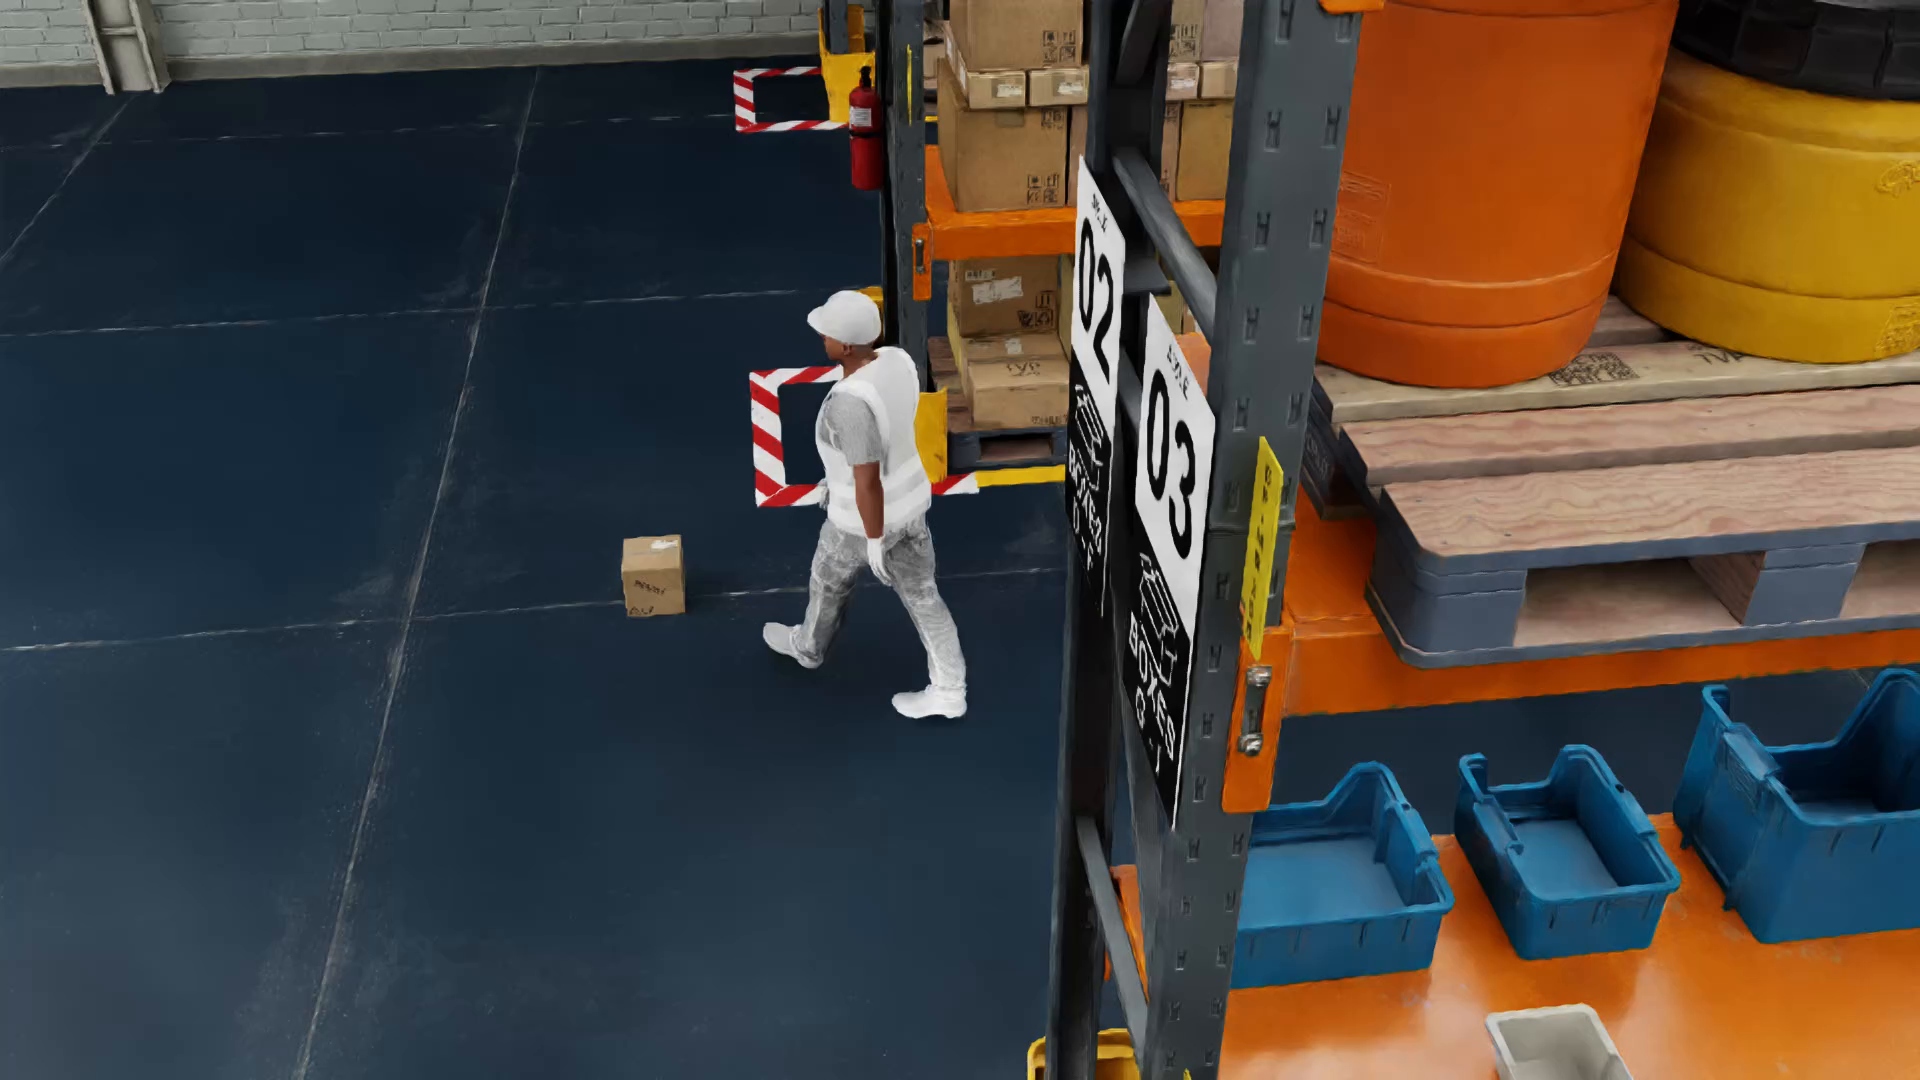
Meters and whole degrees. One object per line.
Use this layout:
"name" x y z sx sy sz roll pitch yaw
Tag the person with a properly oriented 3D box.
"person" -0.373 -0.158 6.364 0.955 1.740 0.536 25 42 32
